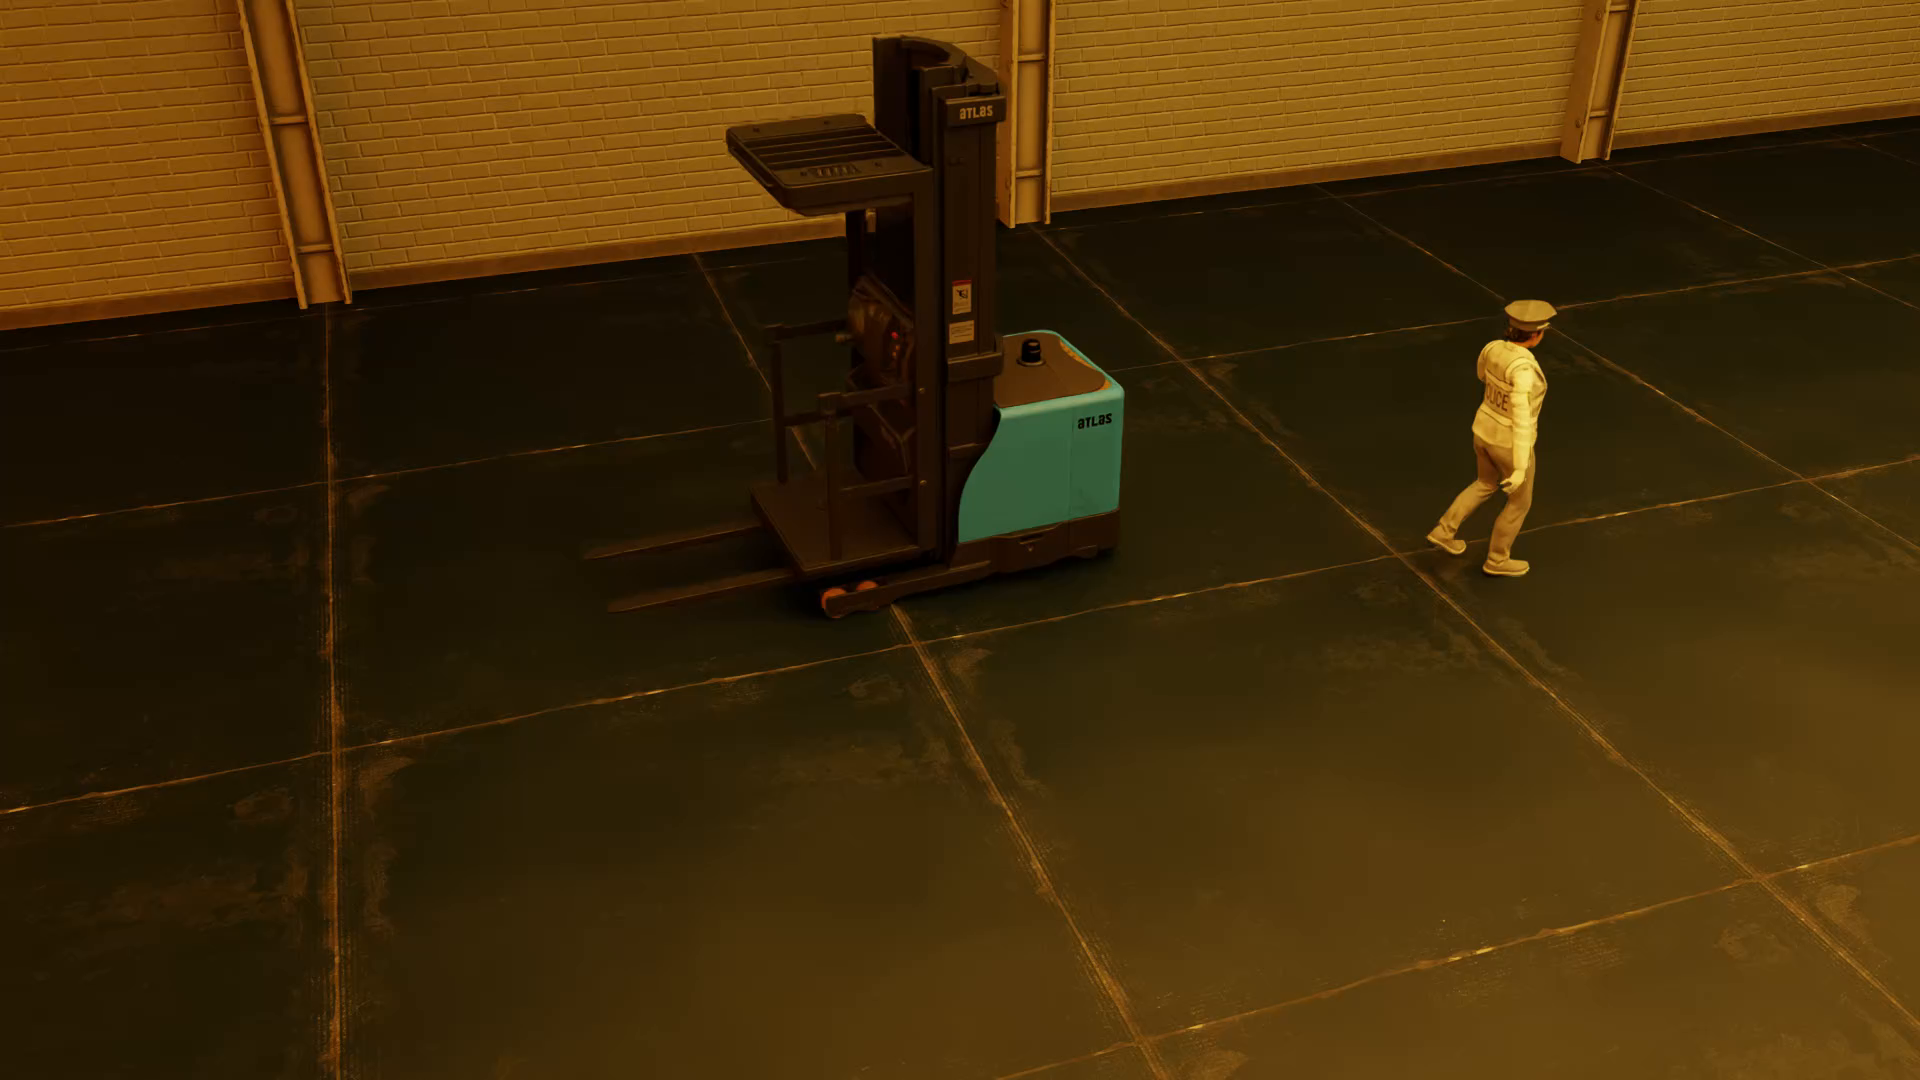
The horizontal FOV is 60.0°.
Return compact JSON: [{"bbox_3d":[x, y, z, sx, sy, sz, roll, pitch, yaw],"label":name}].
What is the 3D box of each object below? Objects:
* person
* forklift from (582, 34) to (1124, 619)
[{"bbox_3d":[3.043,-0.545,9.328,0.608,1.652,0.753,-9,31,-16],"label":"person"},{"bbox_3d":[-0.622,-1.133,9.055,3.031,2.935,1.130,-12,32,-19],"label":"forklift"}]
